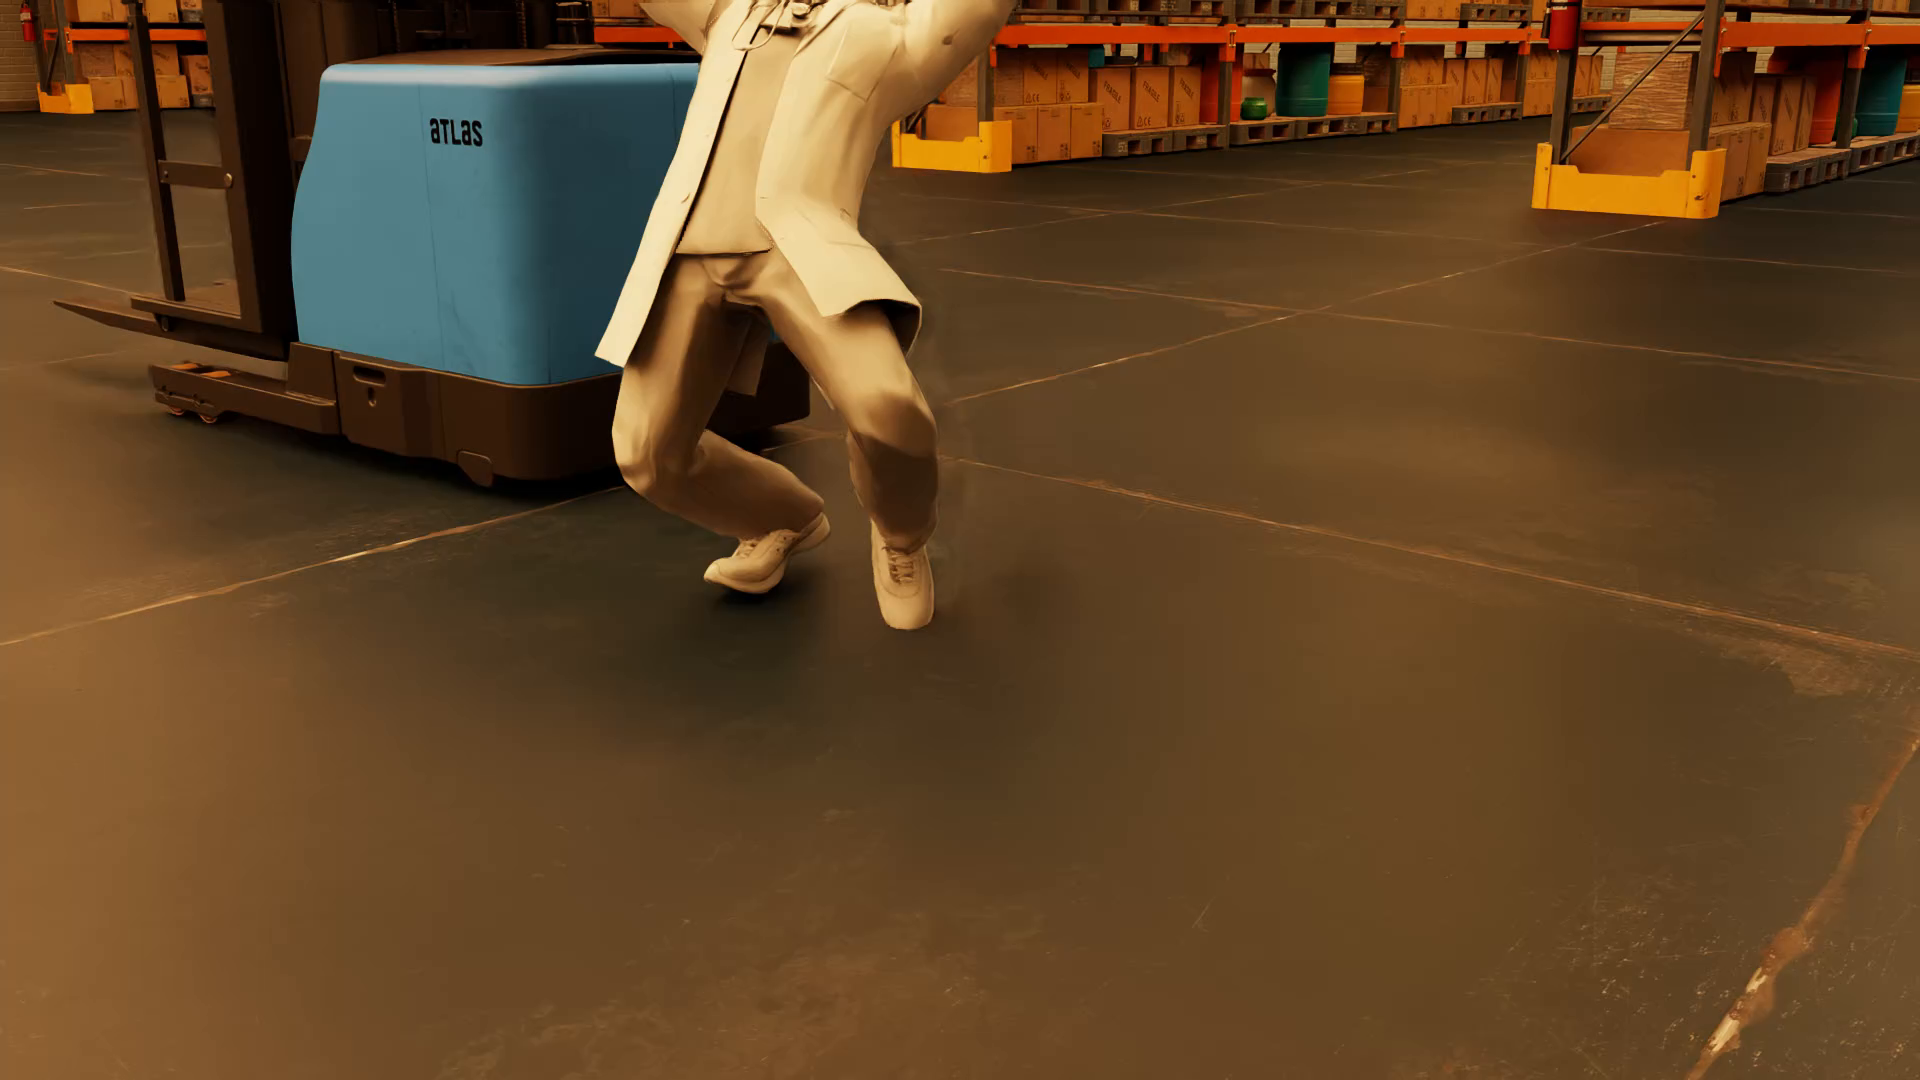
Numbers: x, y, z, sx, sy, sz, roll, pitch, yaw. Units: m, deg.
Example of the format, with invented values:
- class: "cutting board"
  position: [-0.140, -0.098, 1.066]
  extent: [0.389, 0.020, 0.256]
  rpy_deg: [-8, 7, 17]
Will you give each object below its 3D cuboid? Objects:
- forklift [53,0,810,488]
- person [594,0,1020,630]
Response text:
- class: "forklift"
  position: [-1.911, -1.864, 5.036]
  extent: [3.031, 2.935, 1.130]
  rpy_deg: [13, 21, 37]
- class: "person"
  position: [-0.244, -0.649, 3.248]
  extent: [1.022, 1.697, 0.770]
  rpy_deg: [5, 18, 17]
